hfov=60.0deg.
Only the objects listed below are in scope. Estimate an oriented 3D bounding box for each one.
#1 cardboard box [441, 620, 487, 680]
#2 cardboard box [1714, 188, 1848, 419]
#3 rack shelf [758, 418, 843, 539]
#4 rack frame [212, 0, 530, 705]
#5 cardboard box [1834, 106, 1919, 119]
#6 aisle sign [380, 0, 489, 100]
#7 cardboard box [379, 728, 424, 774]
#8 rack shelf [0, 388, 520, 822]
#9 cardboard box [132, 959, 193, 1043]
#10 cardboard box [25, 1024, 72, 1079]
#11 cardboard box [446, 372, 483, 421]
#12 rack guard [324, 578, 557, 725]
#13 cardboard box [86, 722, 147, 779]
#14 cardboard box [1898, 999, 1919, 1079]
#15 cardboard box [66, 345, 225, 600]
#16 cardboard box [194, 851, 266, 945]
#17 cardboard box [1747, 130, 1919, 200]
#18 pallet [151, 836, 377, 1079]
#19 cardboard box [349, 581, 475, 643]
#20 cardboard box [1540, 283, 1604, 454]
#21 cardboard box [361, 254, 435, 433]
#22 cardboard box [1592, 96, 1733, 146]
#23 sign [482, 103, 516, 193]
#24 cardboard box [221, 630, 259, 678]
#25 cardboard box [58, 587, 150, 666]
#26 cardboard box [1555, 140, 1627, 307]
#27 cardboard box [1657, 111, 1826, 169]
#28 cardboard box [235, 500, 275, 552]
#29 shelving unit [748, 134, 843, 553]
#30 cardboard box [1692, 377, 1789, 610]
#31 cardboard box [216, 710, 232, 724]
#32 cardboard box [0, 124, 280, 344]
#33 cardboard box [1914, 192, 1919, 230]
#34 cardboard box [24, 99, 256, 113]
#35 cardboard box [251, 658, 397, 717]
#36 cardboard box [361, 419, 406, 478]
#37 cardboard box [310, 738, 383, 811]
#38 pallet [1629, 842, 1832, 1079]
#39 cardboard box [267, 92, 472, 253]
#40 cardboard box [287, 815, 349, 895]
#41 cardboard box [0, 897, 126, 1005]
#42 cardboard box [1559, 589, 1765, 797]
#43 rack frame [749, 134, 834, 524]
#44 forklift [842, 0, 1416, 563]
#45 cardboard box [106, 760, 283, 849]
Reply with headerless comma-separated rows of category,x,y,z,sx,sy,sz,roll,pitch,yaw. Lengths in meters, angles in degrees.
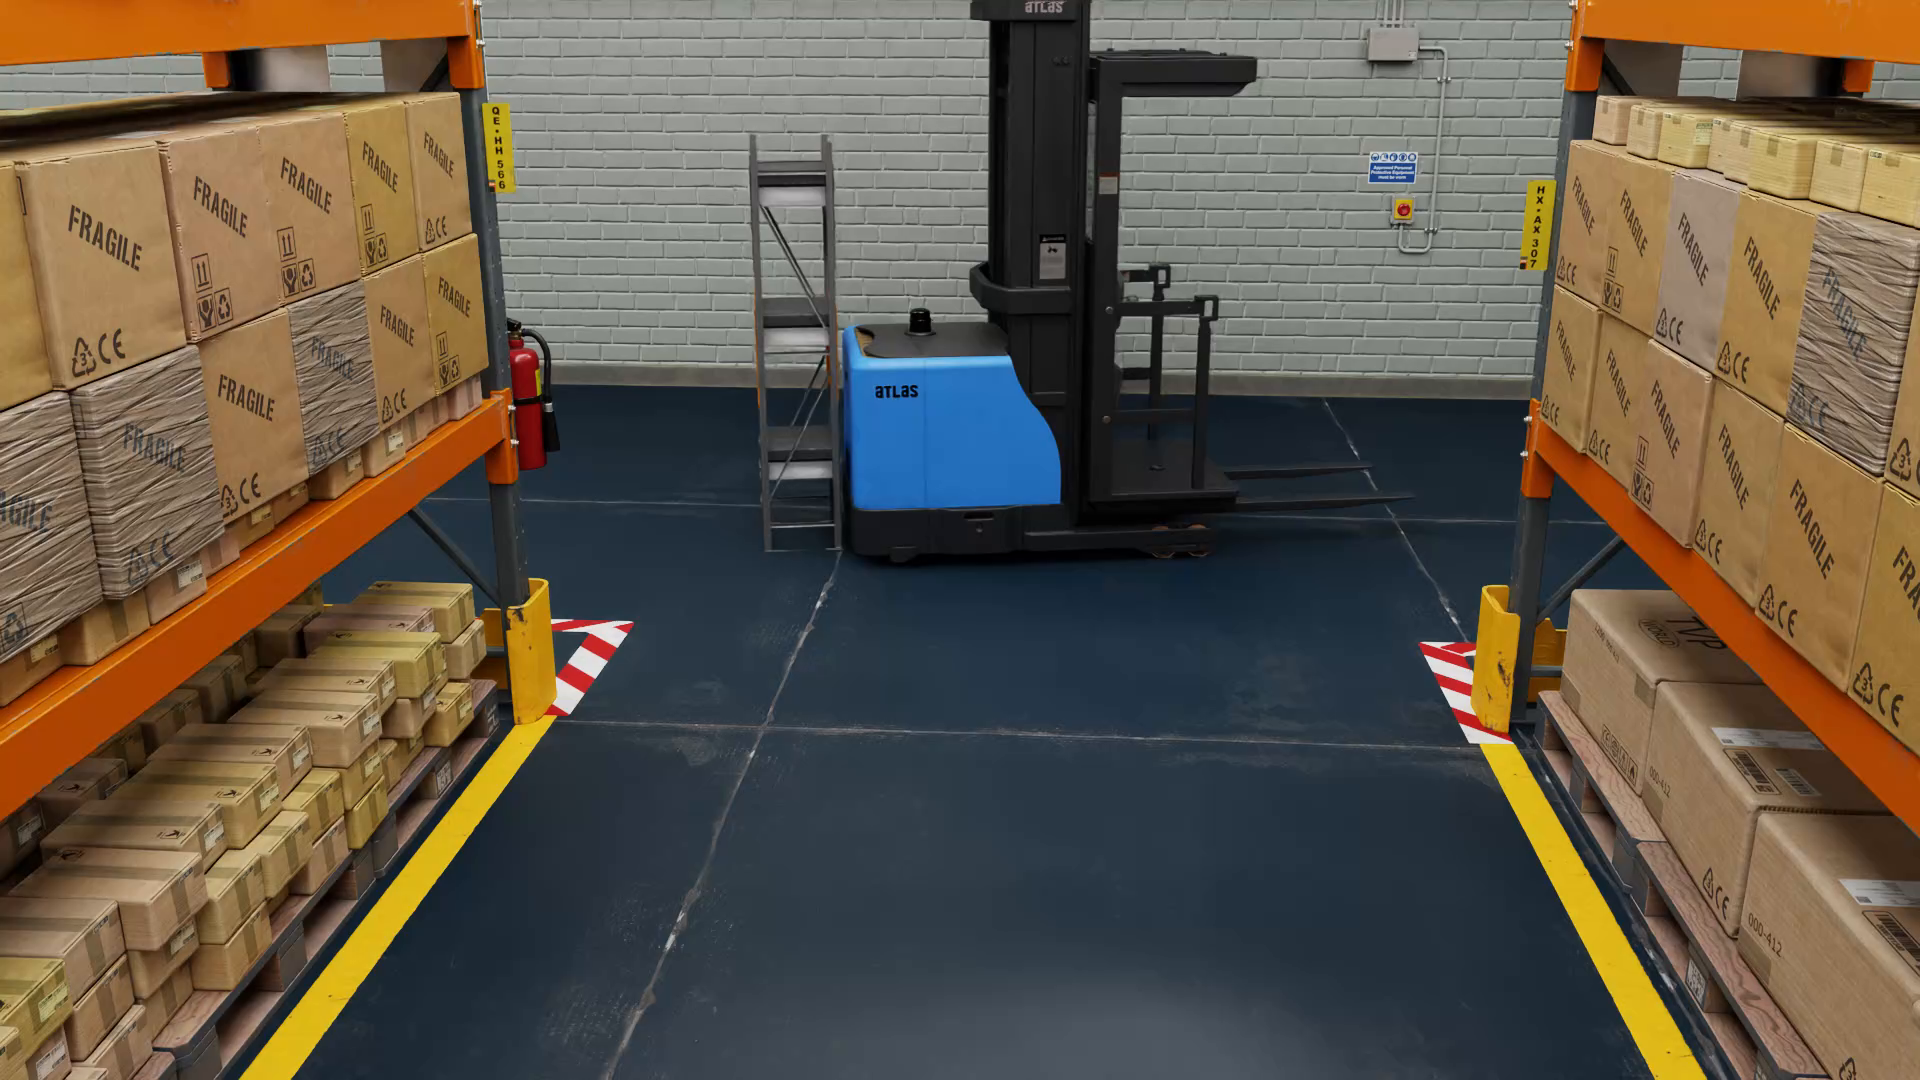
cardboard box,-2.018,0.410,6.280,0.380,0.149,0.250,1,18,2
cardboard box,2.267,-0.599,4.167,0.500,0.500,0.500,1,18,4
rack shelf,-0.853,-0.335,8.866,0.431,0.518,0.480,-2,18,-7
rack frame,-2.265,-0.774,6.467,1.000,3.000,0.127,1,18,4
cardboard box,2.925,-1.248,5.107,0.380,0.149,0.250,1,18,3
aisle sign,-1.960,-2.025,6.111,0.394,0.787,0.004,1,18,4
cardboard box,-2.117,0.712,5.837,0.380,0.149,0.250,1,18,4
rack shelf,-2.408,0.189,4.684,1.077,0.370,4.000,1,18,4
cardboard box,-2.267,1.193,4.370,0.380,0.149,0.250,1,18,2
cardboard box,-2.296,1.220,3.809,0.380,0.149,0.250,1,18,4
cardboard box,-2.006,-0.547,6.178,0.380,0.149,0.250,1,18,4
rack guard,-2.270,0.438,6.784,1.175,0.500,0.348,1,18,4
cardboard box,-2.716,0.663,5.031,0.380,0.149,0.250,2,18,5
cardboard box,2.545,1.373,3.356,0.875,0.438,0.875,1,18,3
cardboard box,-2.164,-0.178,4.011,0.500,0.500,0.500,1,18,3
cardboard box,-2.150,0.974,4.559,0.380,0.149,0.250,1,18,3
cardboard box,2.225,-0.941,4.169,0.380,0.149,0.250,1,18,3
pallet,-2.454,1.204,4.909,1.003,0.211,1.213,1,18,4
cardboard box,-2.050,0.269,6.234,0.380,0.149,0.250,1,18,5
cardboard box,2.359,-0.600,5.775,0.500,0.500,0.500,1,18,3
cardboard box,-2.082,-0.657,5.474,0.500,0.500,0.500,1,18,3
cardboard box,2.378,-1.421,5.636,0.380,0.149,0.250,2,18,5
sign,-1.713,-1.456,6.181,0.100,0.325,0.005,1,18,4
cardboard box,-2.687,0.418,5.780,0.380,0.149,0.250,1,18,4
cardboard box,-2.185,0.180,3.959,0.380,0.149,0.250,2,18,5
cardboard box,2.361,-1.075,5.619,0.500,0.500,0.500,1,18,3
cardboard box,2.296,-1.178,4.893,0.380,0.149,0.250,1,18,2
cardboard box,-2.189,-0.066,4.711,0.380,0.149,0.250,2,18,5
shelving unit,-0.853,-1.013,8.644,0.431,2.100,0.503,-2,18,-7
cardboard box,2.277,-0.128,4.337,0.500,0.500,0.500,2,18,6
cardboard box,-2.690,0.636,5.591,0.380,0.149,0.250,2,18,6
cardboard box,-2.149,-0.807,4.324,0.500,0.500,0.500,1,18,2
cardboard box,2.235,-0.700,3.435,0.380,0.149,0.250,1,18,3
cardboard box,-2.592,-1.147,5.363,0.500,0.500,0.500,2,18,6
cardboard box,-2.099,0.508,5.505,0.380,0.149,0.250,1,18,2
cardboard box,-2.060,-0.312,5.463,0.380,0.149,0.250,2,18,5
cardboard box,-2.078,0.733,5.295,0.380,0.149,0.250,2,18,5
pallet,2.610,1.258,4.744,1.003,0.211,1.213,1,18,4
cardboard box,-2.050,-1.290,5.799,0.500,0.500,0.500,1,18,3
cardboard box,-2.117,0.954,5.099,0.380,0.149,0.250,2,18,5
cardboard box,-2.276,0.993,4.023,0.380,0.149,0.250,1,18,2
cardboard box,2.732,0.531,5.927,0.875,0.438,0.875,1,18,2
rack frame,-0.882,-1.089,8.874,0.400,2.100,0.015,-2,18,-7
forklift,0.902,-1.458,8.666,3.031,2.935,1.130,-2,18,-7
cardboard box,-2.183,0.754,4.754,0.380,0.149,0.250,1,18,4
